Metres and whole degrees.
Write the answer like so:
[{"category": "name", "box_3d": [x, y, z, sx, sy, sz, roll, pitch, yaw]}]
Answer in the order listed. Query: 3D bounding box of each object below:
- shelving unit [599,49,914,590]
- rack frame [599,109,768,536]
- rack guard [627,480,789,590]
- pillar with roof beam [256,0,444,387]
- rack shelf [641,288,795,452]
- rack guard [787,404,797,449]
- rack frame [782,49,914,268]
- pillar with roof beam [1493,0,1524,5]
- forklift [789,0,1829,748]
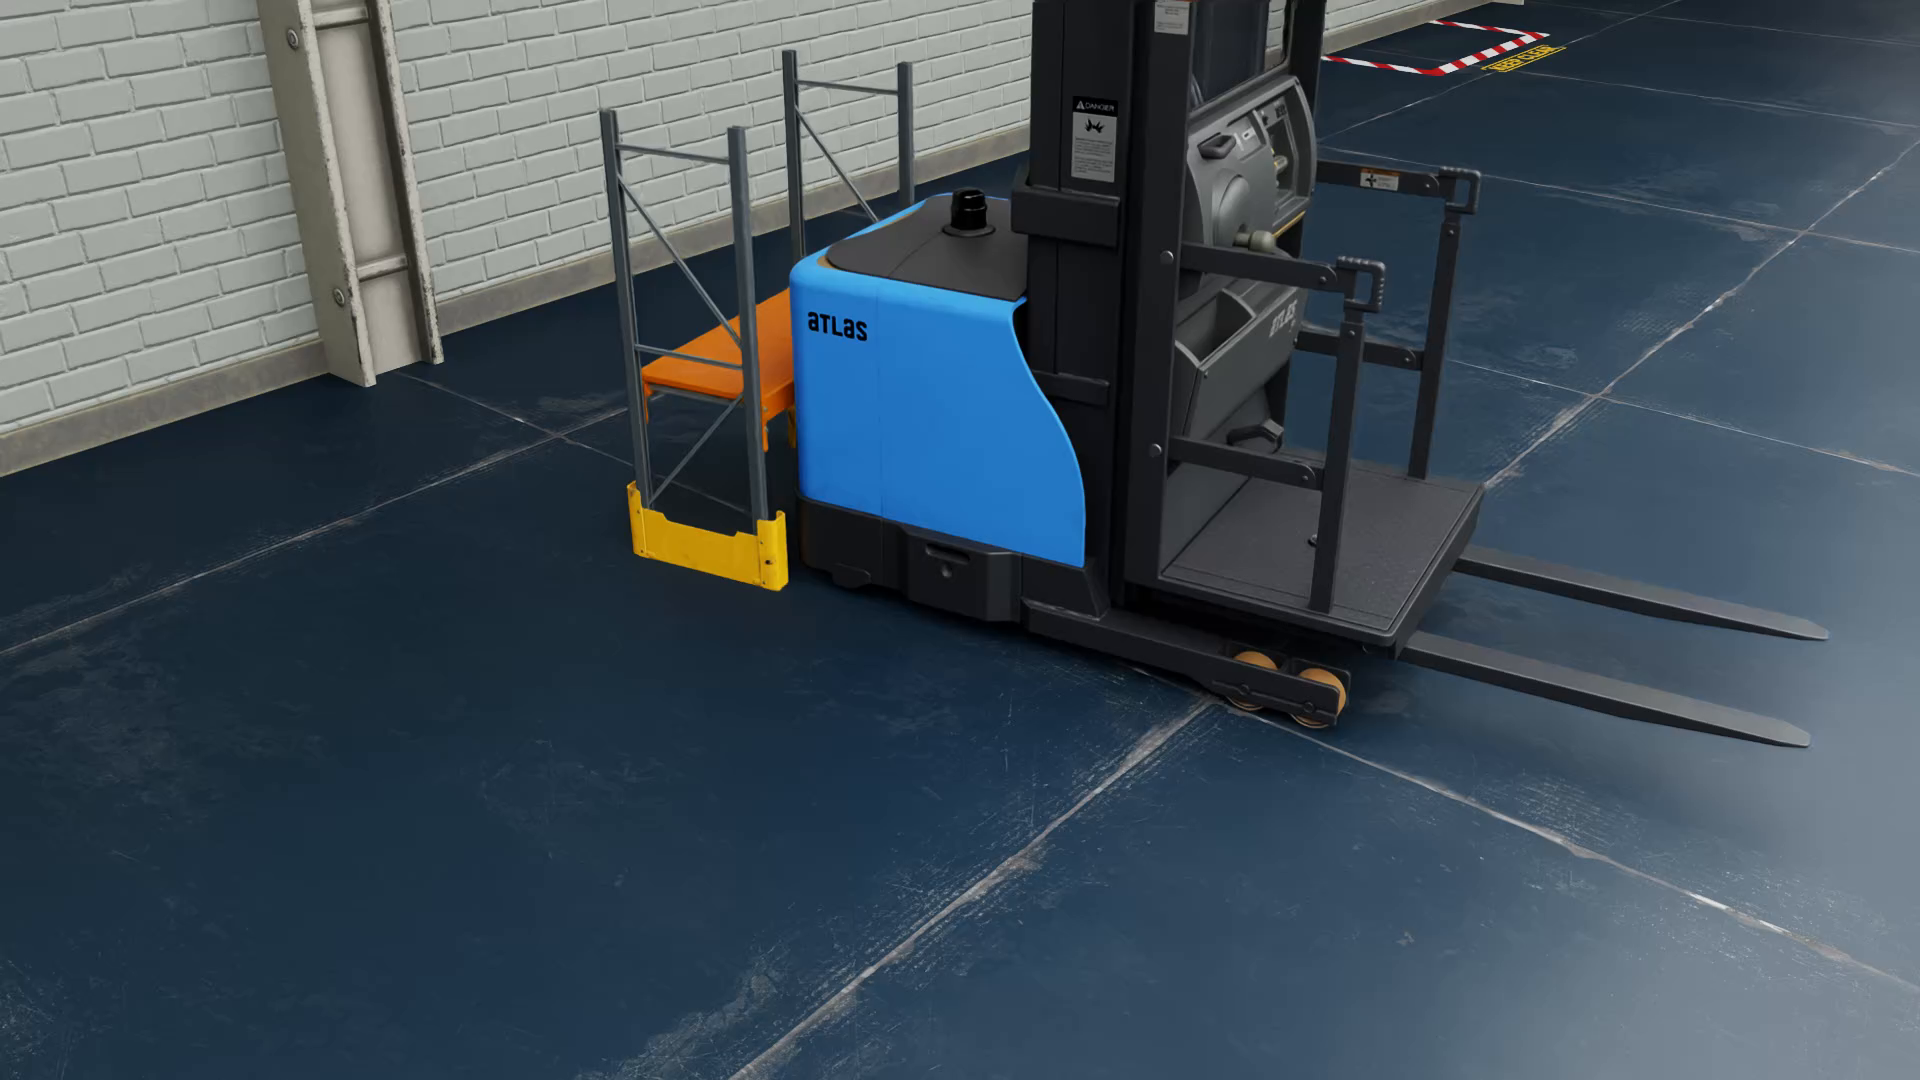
[{"category": "shelving unit", "box_3d": [-0.614, -0.780, 5.626, 0.587, 1.500, 1.083, 13, 30, 24]}, {"category": "rack frame", "box_3d": [-0.848, -0.568, 5.216, 0.500, 1.500, 0.032, 13, 30, 24]}, {"category": "rack guard", "box_3d": [-0.839, -0.021, 5.519, 0.587, 0.250, 0.087, 13, 30, 24]}, {"category": "pillar with roof beam", "box_3d": [0.830, -3.495, 2.711, 9.100, 9.000, 0.400, 21, 34, 34]}, {"category": "rack shelf", "box_3d": [-0.618, -0.617, 5.702, 0.538, 0.185, 1.000, 13, 30, 24]}, {"category": "rack guard", "box_3d": [-0.389, -0.430, 6.308, 0.587, 0.250, 0.087, 13, 30, 24]}, {"category": "rack frame", "box_3d": [-0.389, -0.985, 6.022, 0.500, 1.500, 0.032, 13, 30, 24]}, {"category": "pillar with roof beam", "box_3d": [8.463, -7.749, 10.936, 9.100, 9.000, 0.400, 21, 34, 34]}, {"category": "forklift", "box_3d": [1.004, -1.047, 4.584, 3.031, 2.935, 1.130, 14, 31, 25]}]
